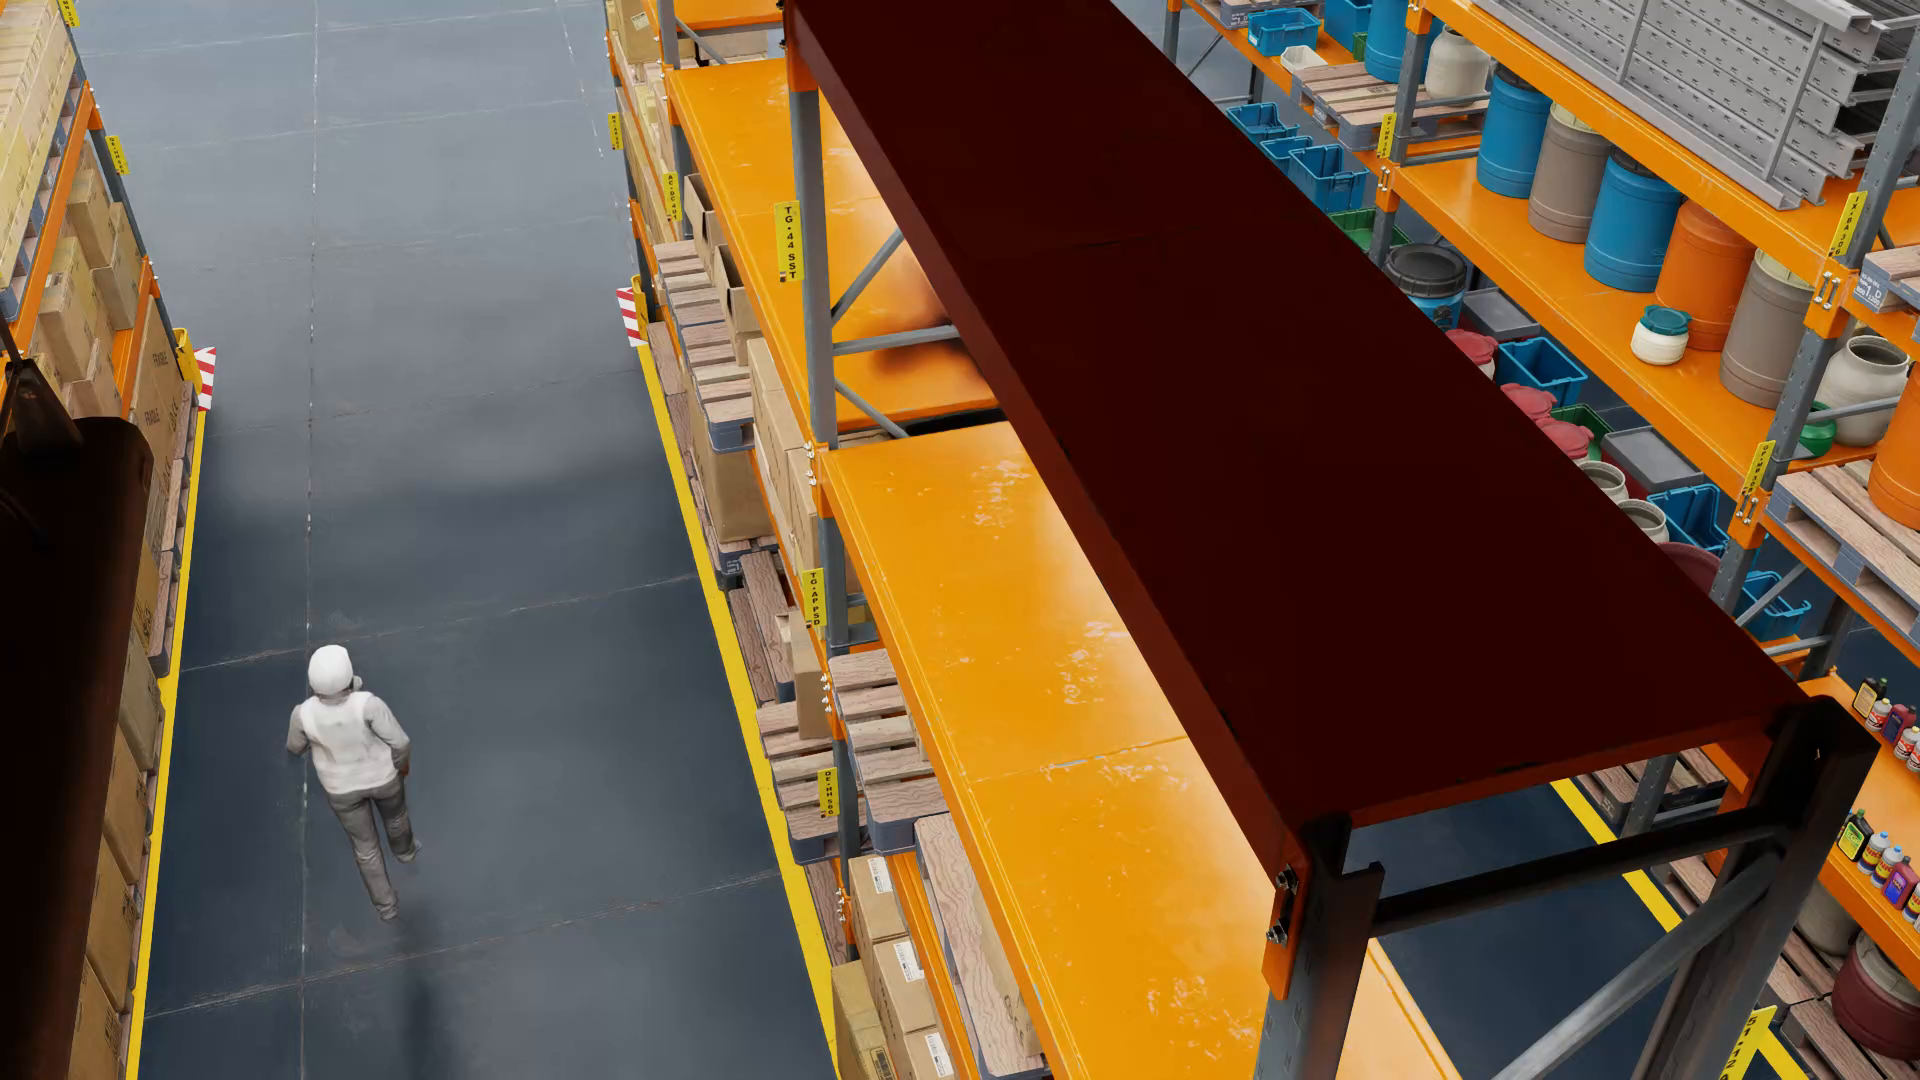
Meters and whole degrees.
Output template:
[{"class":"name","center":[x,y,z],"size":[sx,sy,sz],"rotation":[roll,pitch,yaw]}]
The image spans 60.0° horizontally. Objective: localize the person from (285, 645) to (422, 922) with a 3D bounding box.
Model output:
[{"class":"person","center":[-3.336,1.337,9.262],"size":[0.644,1.851,0.761],"rotation":[-13,40,-16]}]

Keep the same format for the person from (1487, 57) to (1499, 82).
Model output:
[{"class":"person","center":[6.105,-5.437,18.298],"size":[0.541,1.743,0.686],"rotation":[9,39,11]}]
